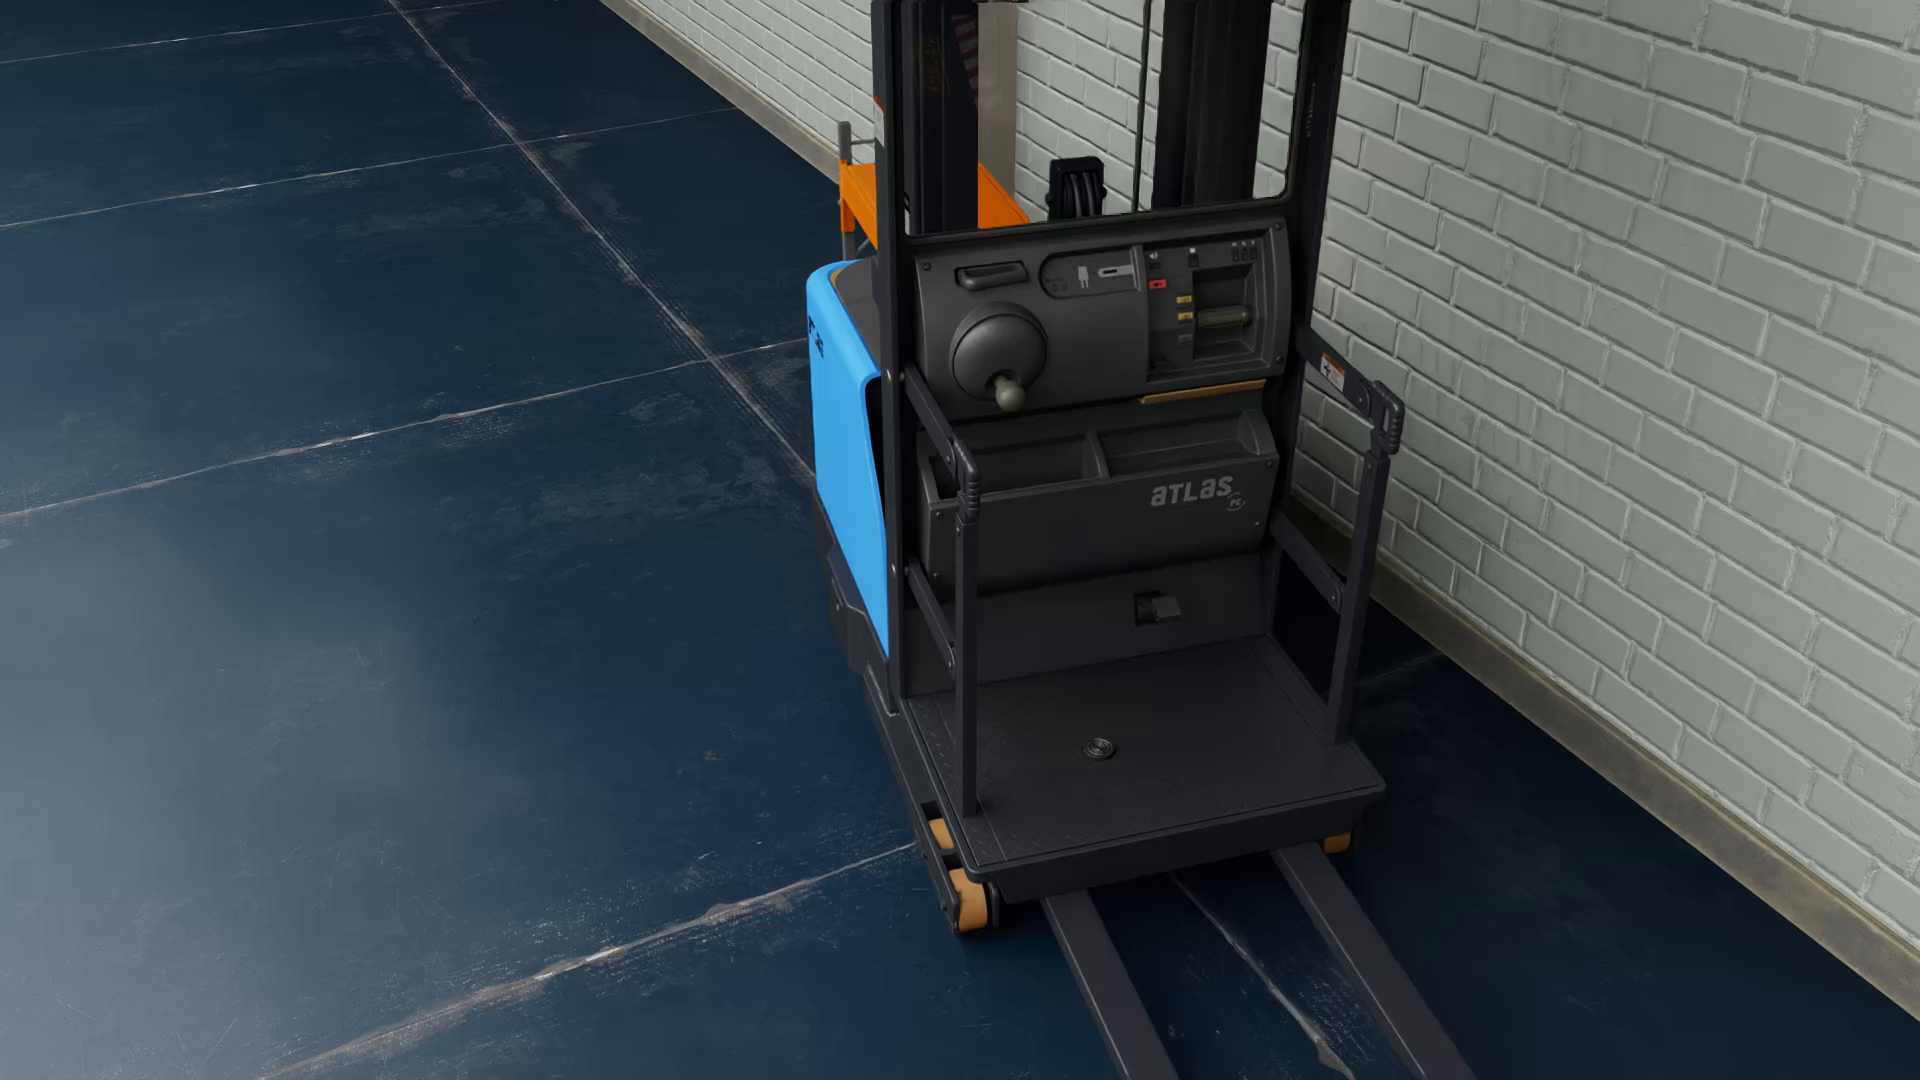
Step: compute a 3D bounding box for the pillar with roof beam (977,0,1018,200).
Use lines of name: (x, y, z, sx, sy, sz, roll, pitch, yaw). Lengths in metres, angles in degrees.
pillar with roof beam: (-3.802, -3.757, 3.272, 9.100, 9.000, 0.400, -16, 36, -23)

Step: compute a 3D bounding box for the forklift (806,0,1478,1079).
forklift: (0.415, -0.483, 3.786, 1.130, 2.935, 3.031, -9, 34, -14)

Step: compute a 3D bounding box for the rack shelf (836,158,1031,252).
rack shelf: (-0.059, -1.055, 5.811, 0.538, 0.278, 1.000, -9, 34, -14)

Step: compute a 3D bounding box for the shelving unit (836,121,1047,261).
shelving unit: (-0.059, -0.808, 5.969, 0.538, 1.125, 1.048, -9, 34, -14)

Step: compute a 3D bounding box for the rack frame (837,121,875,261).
rack frame: (-0.200, -1.072, 6.380, 0.500, 1.125, 0.032, -9, 34, -14)
